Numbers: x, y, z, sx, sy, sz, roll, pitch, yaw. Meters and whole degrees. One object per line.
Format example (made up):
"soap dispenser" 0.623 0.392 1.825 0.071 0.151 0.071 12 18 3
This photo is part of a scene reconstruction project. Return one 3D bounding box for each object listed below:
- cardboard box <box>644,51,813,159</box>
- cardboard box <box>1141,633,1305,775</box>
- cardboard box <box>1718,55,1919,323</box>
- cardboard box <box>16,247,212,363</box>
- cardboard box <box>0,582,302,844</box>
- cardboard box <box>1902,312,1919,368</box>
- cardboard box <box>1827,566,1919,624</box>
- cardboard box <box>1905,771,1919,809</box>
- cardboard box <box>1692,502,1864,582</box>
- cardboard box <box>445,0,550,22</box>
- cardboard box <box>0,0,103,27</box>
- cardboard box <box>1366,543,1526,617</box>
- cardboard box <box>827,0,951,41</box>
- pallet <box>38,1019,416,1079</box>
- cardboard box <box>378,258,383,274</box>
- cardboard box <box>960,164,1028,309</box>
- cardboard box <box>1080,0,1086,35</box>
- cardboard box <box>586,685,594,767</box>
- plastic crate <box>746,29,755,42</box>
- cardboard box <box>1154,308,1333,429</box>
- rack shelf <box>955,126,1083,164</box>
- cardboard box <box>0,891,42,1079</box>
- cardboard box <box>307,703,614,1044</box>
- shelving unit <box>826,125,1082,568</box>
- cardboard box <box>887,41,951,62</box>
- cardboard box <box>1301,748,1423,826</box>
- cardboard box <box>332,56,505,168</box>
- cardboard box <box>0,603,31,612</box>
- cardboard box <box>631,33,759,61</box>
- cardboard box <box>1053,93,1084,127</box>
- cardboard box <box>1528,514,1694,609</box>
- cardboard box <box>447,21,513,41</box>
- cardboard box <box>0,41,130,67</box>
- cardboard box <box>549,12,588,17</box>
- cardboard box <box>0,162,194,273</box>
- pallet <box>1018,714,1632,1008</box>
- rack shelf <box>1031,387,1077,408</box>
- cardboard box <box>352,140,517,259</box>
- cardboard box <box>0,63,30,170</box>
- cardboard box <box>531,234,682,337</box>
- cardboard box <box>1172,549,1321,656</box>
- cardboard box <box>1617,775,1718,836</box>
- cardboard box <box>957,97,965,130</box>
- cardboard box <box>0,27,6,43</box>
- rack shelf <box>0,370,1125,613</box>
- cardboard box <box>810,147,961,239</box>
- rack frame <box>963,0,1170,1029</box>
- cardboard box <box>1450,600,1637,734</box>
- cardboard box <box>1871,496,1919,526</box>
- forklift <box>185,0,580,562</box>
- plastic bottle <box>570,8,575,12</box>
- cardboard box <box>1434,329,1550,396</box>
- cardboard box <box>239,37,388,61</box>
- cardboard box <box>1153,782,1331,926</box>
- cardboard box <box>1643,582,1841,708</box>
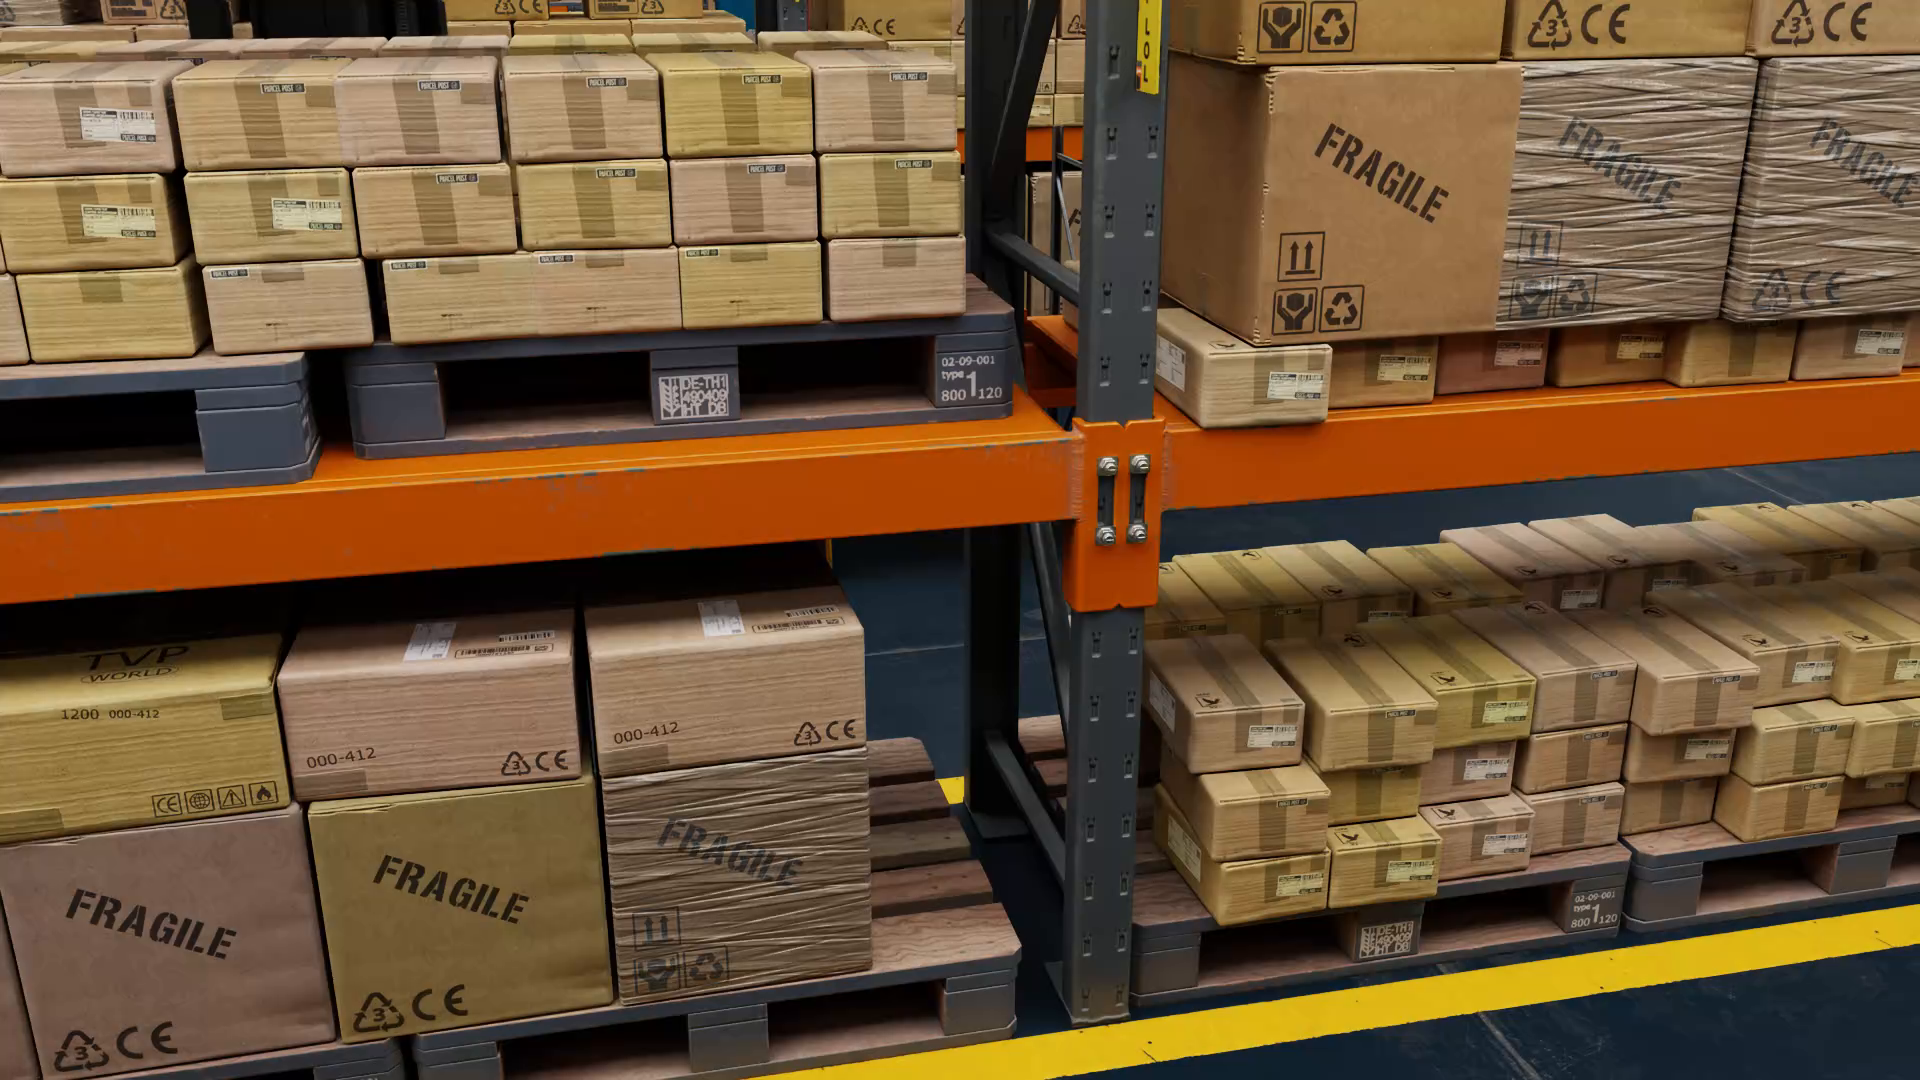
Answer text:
"cardboard box" -0.423 -0.791 3.002 0.250 0.149 0.380 -5 21 -14
"cardboard box" 0.567 0.354 3.658 0.250 0.149 0.380 -4 20 -10
"cardboard box" 1.702 -0.762 3.455 0.500 0.500 0.500 -5 21 -14
"cardboard box" -1.424 -0.428 2.877 0.250 0.149 0.380 -4 20 -10
"cardboard box" -1.497 0.300 3.068 0.500 0.250 0.500 -6 21 -15
"cardboard box" 2.056 -0.503 3.692 0.250 0.149 0.380 -4 20 -10
"cardboard box" 2.342 0.208 4.055 0.250 0.149 0.380 -5 21 -14
"cardboard box" 2.367 0.512 4.090 0.250 0.149 0.380 -4 21 -11
"cardboard box" 2.213 0.033 4.532 0.250 0.149 0.380 -4 21 -12
"cardboard box" -2.149 -2.633 7.538 0.637 0.503 0.797 -4 21 -12
"cardboard box" -4.036 -2.473 7.100 0.637 0.503 0.797 -4 20 -11
"cardboard box" 1.221 0.146 4.224 0.250 0.149 0.380 -4 20 -11
"cardboard box" -0.334 -2.593 7.727 0.500 0.500 0.500 -5 21 -12
"pallet" -1.763 0.919 3.500 1.213 0.211 1.003 -5 21 -12
"cardboard box" -1.310 -0.671 3.539 0.250 0.149 0.380 -6 21 -15
"cardboard box" -0.198 -1.444 8.374 0.875 0.875 0.875 -5 21 -12
"cardboard box" 0.579 -1.335 3.565 0.500 0.500 0.500 -5 21 -14
"cardboard box" -1.110 0.438 3.781 0.500 0.500 0.500 -4 20 -10
"plastic crate" -1.513 -3.770 12.542 0.243 0.136 0.396 -5 21 -12
"cardboard box" 0.535 -0.346 3.262 0.250 0.149 0.380 -4 20 -10
"rack shelf" 1.087 -2.039 8.567 4.000 0.370 1.077 -5 21 -12
"cardboard box" -1.975 0.689 3.097 0.500 0.500 0.500 -5 21 -14
"cardboard box" -0.977 0.609 3.314 0.500 0.500 0.500 -5 21 -14
"shelving unit" -0.074 -0.698 6.040 1.083 1.500 0.587 -5 21 -12
"cardboard box" -0.341 -2.238 7.848 0.500 0.250 0.500 -5 21 -13
"cardboard box" 0.836 0.479 3.746 0.250 0.149 0.380 -5 21 -12
"cardboard box" -0.930 -0.750 2.891 0.250 0.149 0.380 -5 21 -13
"cardboard box" -2.116 0.170 3.423 0.500 0.250 0.500 -4 21 -11
"cardboard box" -0.575 -1.008 3.595 0.250 0.149 0.380 -4 21 -11
"cardboard box" 0.522 -2.097 8.042 0.250 0.149 0.380 -5 21 -13
"cardboard box" 1.723 0.068 4.436 0.250 0.149 0.380 -5 21 -14
"cardboard box" -2.241 -2.057 7.423 0.500 0.500 0.500 -5 21 -13
"cardboard box" -1.825 -0.907 3.319 0.250 0.149 0.380 -4 20 -11
"cardboard box" -1.853 -2.273 8.013 0.500 0.500 0.500 -5 21 -12
"cardboard box" -1.440 -0.566 2.822 0.250 0.149 0.380 -5 21 -12
"pallet" 0.830 0.694 4.114 1.213 0.211 1.003 -5 21 -12
"rack shelf" -0.083 -0.529 6.100 1.000 0.185 0.538 -5 21 -12
"cardboard box" -0.921 -0.609 2.938 0.250 0.149 0.380 -5 21 -14
"cardboard box" -1.692 -0.687 2.720 0.250 0.149 0.380 -5 21 -13
"cardboard box" -0.652 -0.492 3.052 0.250 0.149 0.380 -5 21 -13
"cardboard box" 0.710 0.163 4.179 0.250 0.149 0.380 -4 21 -12
"cardboard box" 1.591 0.542 4.009 0.250 0.149 0.380 -6 21 -15
"cardboard box" 0.017 -2.055 7.929 0.250 0.149 0.380 -4 20 -11
"cardboard box" -4.216 -1.897 6.986 0.500 0.500 0.500 -4 21 -11
"rack shelf" -1.762 -0.055 3.148 4.000 0.370 1.077 -5 21 -12
"cardboard box" -0.158 -0.672 3.110 0.250 0.149 0.380 -4 20 -11
"rack frame" 0.184 -0.551 3.457 0.127 3.000 1.000 -5 21 -12
"cardboard box" 1.332 0.287 3.840 0.250 0.149 0.380 -5 21 -14
"cardboard box" 2.751 0.009 4.598 0.250 0.149 0.380 -6 21 -15
"forklift" -2.647 -1.449 6.008 3.031 2.935 1.130 1 20 3
"plastic bottle" -2.818 -3.671 12.048 0.185 0.351 0.144 -5 21 -12
"cardboard box" 1.017 -0.430 3.492 0.250 0.149 0.380 -6 21 -15
"cardboard box" -1.317 -0.949 3.434 0.250 0.149 0.380 -5 21 -13
"cardboard box" 0.612 0.670 3.660 0.250 0.149 0.380 -6 21 -15
"cardboard box" 1.845 0.245 3.955 0.250 0.149 0.380 -6 21 -15
